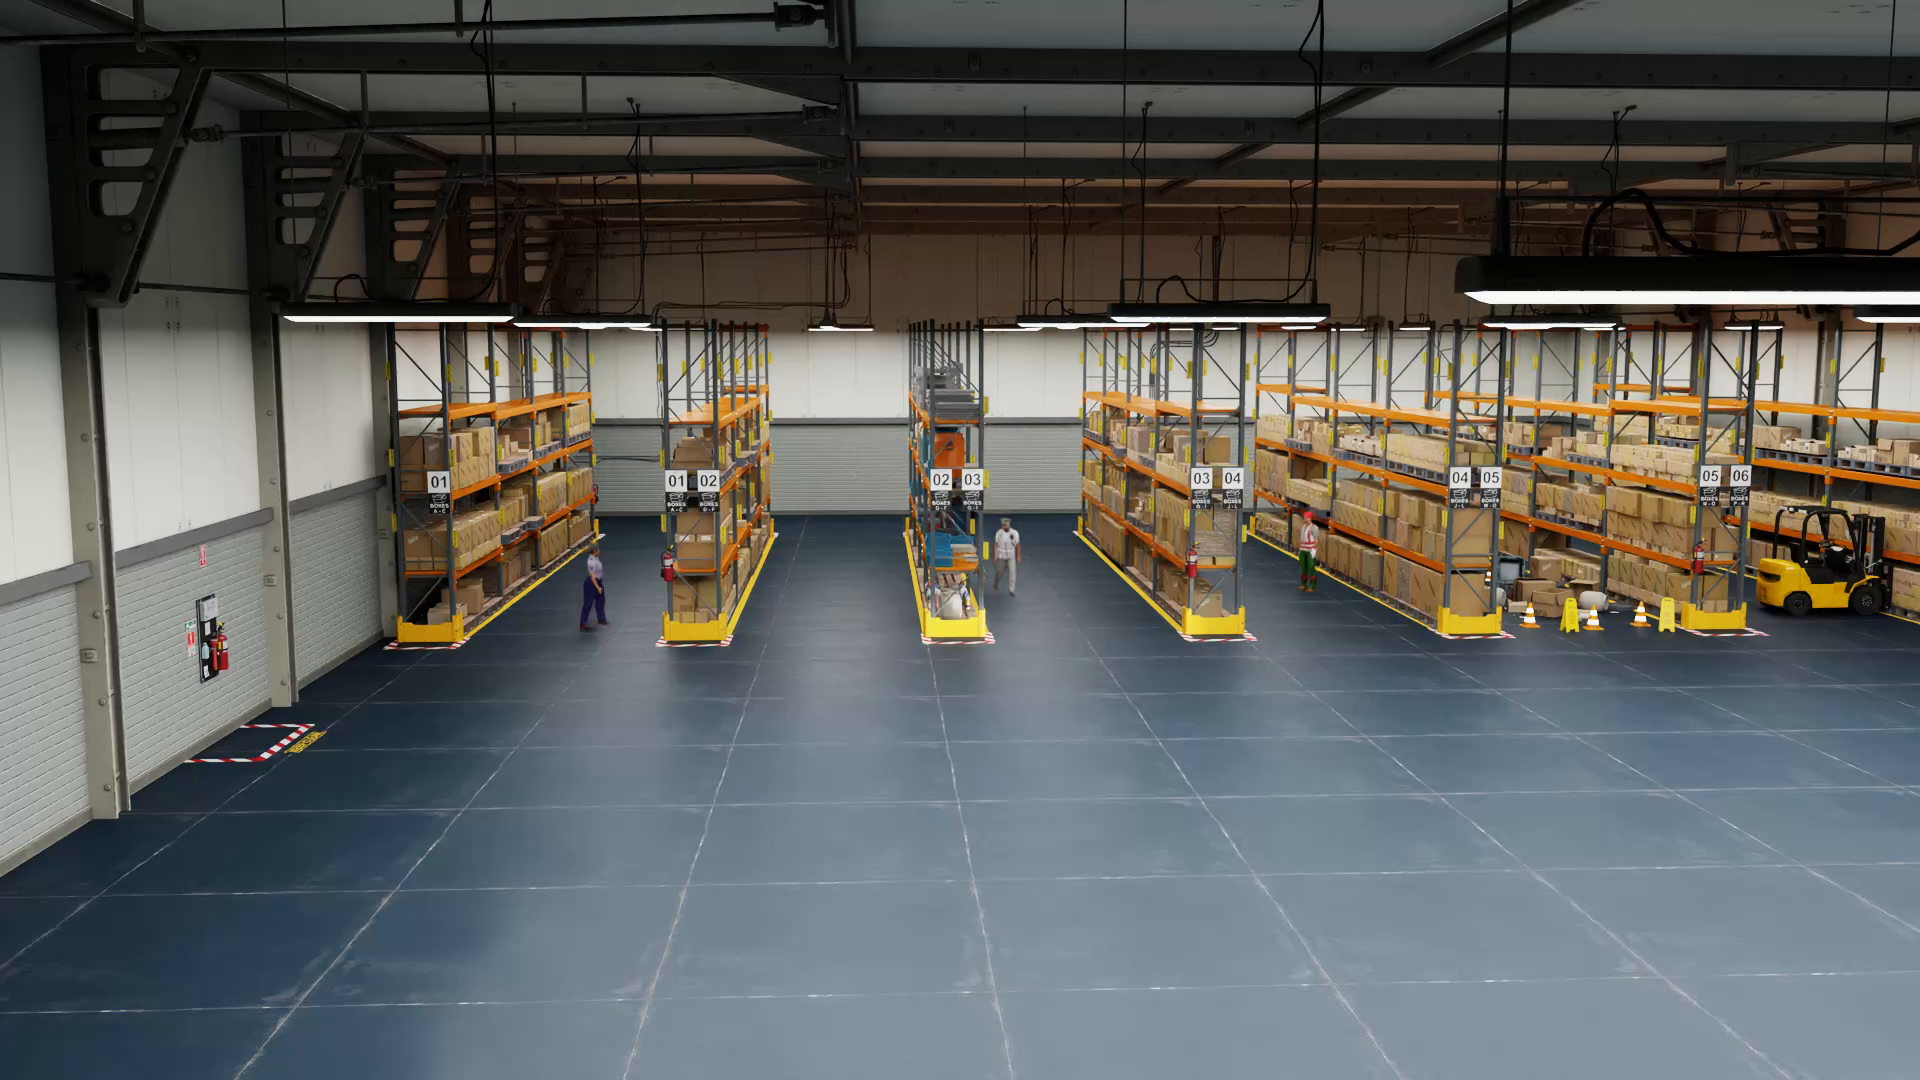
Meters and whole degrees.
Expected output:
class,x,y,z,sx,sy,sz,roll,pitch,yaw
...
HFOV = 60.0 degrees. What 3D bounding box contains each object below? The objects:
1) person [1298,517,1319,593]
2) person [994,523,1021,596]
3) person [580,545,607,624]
class,x,y,z,sx,sy,sz,roll,pitch,yaw
person,7.778,0.282,37.151,0.364,1.757,0.575,-6,9,-38
person,1.040,0.374,36.477,0.640,1.688,1.011,-2,7,-12
person,-7.172,0.857,32.587,0.502,1.561,0.618,1,7,6
